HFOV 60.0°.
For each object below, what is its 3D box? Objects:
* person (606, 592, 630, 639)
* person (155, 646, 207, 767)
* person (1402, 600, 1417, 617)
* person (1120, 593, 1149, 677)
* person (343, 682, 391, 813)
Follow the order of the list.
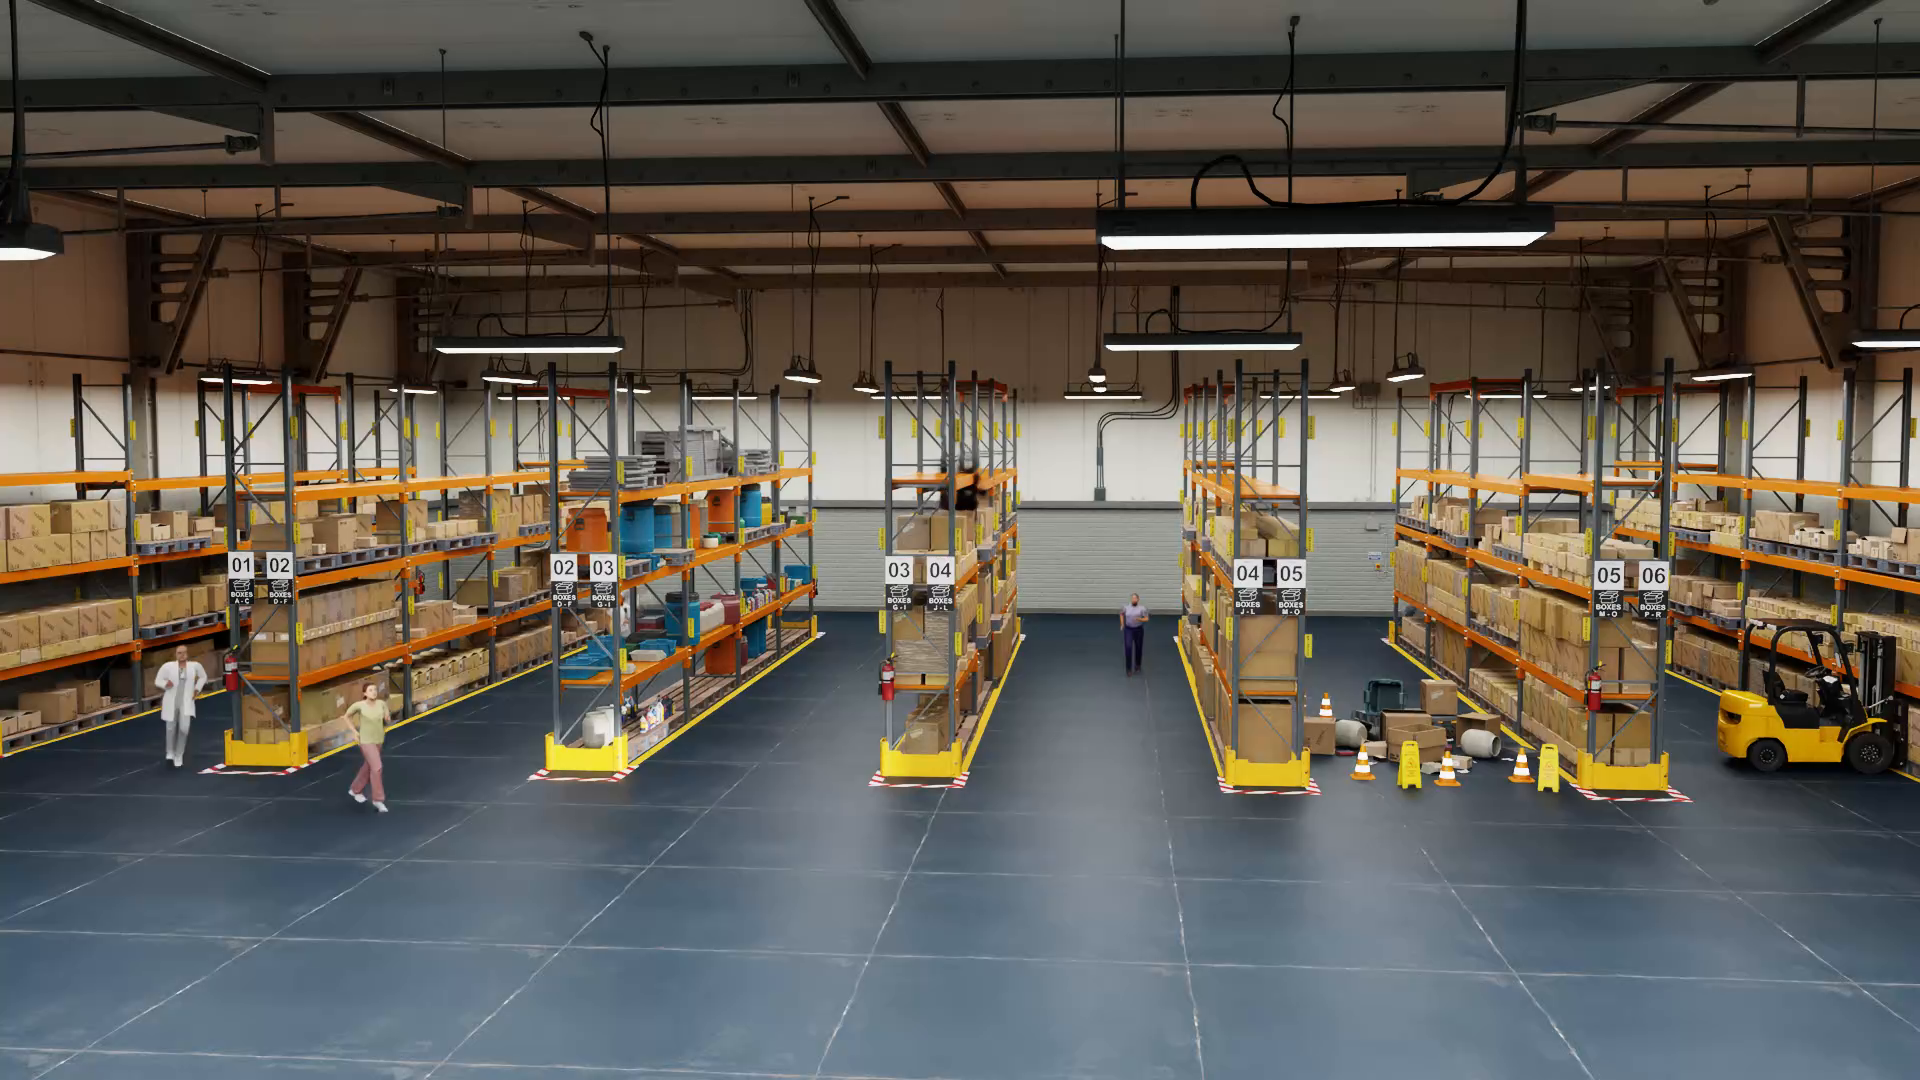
[{"bbox_3d":[-7.094,1.903,34.685,0.592,1.629,0.575,-1,4,-8],"label":"person"},{"bbox_3d":[-11.680,2.497,24.945,0.706,1.834,0.804,-2,4,-22],"label":"person"},{"bbox_3d":[11.026,1.494,40.420,0.676,1.690,0.834,1,4,14],"label":"person"},{"bbox_3d":[3.577,1.925,34.149,0.594,1.680,0.873,0,4,6],"label":"person"},{"bbox_3d":[-7.813,2.721,22.064,0.824,1.719,0.551,2,4,33],"label":"person"}]
